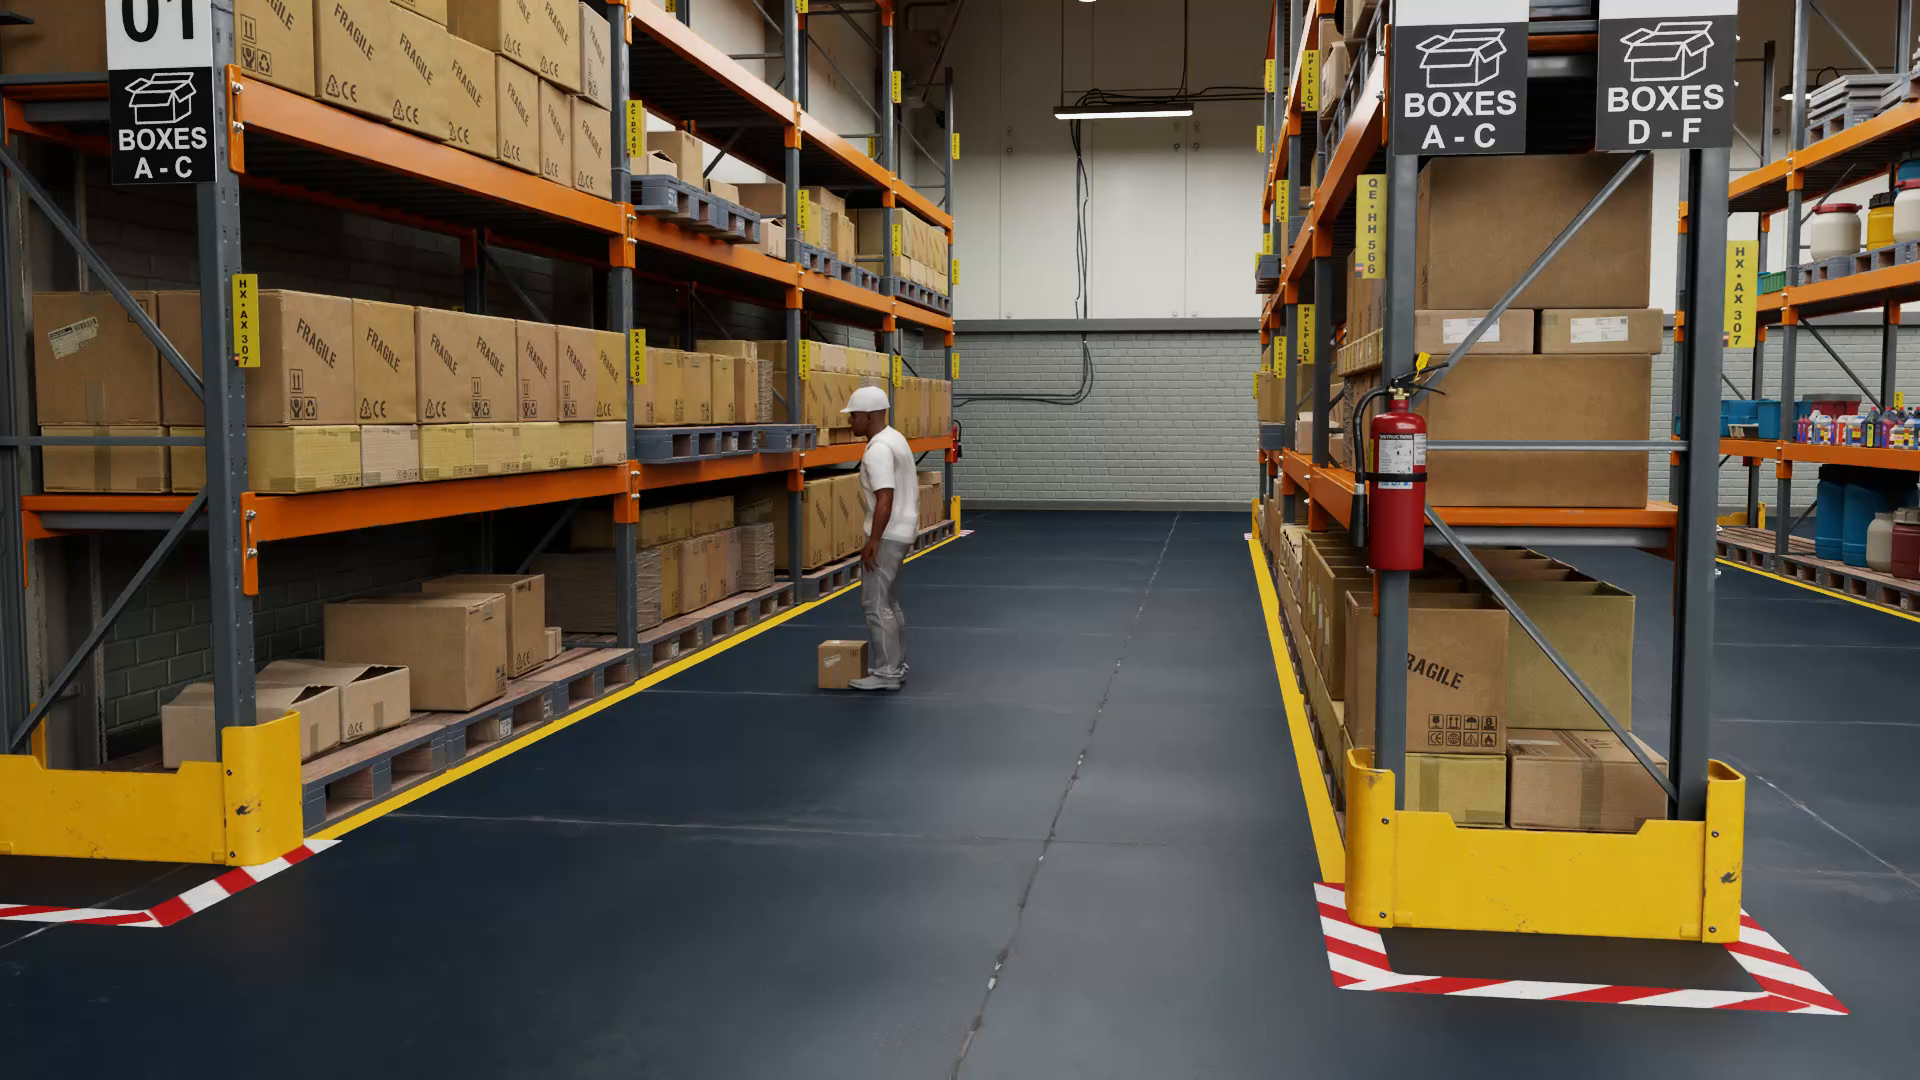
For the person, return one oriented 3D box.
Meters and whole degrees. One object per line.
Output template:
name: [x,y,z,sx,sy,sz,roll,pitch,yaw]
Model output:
person: [-0.467,-0.014,9.719,0.457,1.760,0.635,0,4,5]
